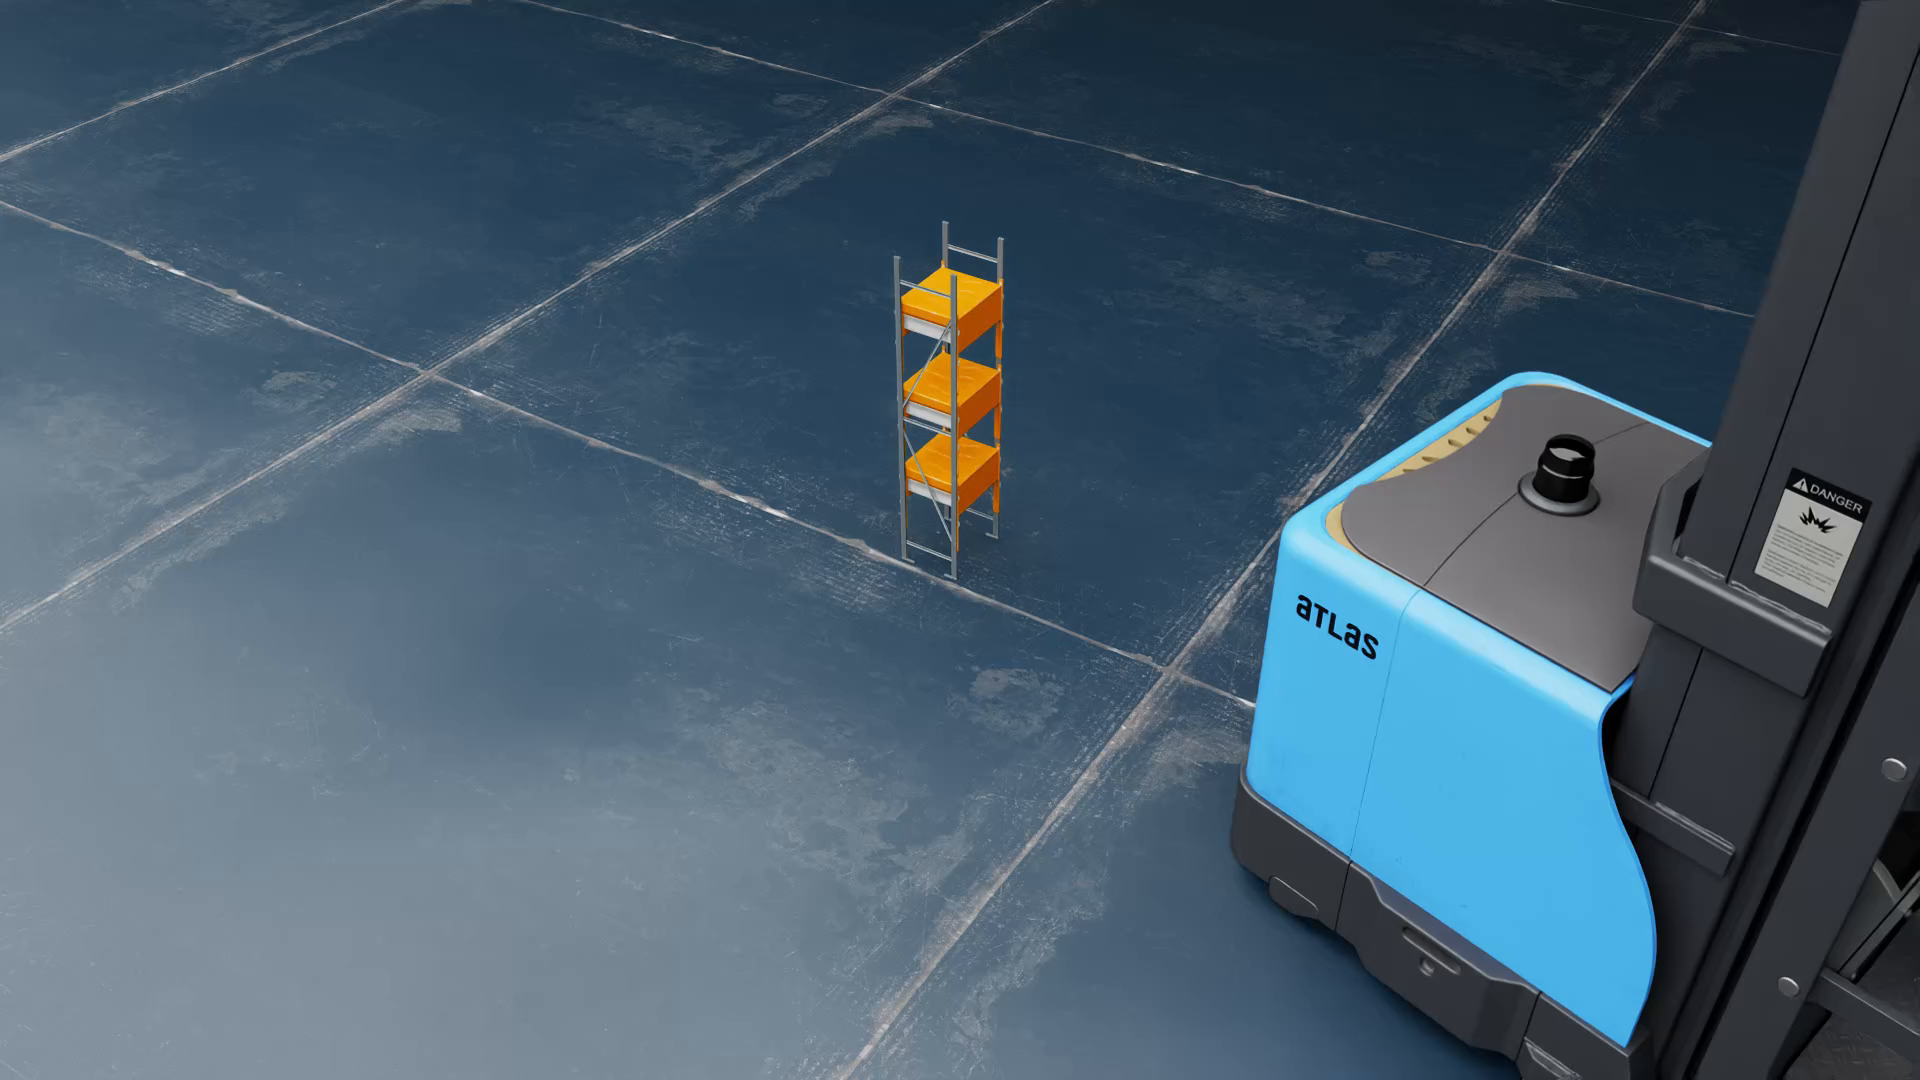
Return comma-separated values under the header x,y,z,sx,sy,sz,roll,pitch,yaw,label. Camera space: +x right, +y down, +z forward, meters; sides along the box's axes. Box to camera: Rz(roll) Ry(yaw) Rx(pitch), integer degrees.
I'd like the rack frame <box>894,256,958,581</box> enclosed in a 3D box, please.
x,y,z,sx,sy,sz,roll,pitch,yaw,label
-0.094,-0.325,4.812,0.200,1.050,0.008,21,42,25,rack frame

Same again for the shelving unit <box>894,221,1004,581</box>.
x,y,z,sx,sy,sz,roll,pitch,yaw,label
-0.029,-0.388,4.894,0.215,1.050,0.252,21,42,25,shelving unit

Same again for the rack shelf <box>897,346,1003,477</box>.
x,y,z,sx,sy,sz,roll,pitch,yaw,label
-0.029,-0.380,4.900,0.215,0.259,0.240,21,42,25,rack shelf

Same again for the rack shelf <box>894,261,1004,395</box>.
x,y,z,sx,sy,sz,roll,pitch,yaw,label
-0.029,-0.605,4.727,0.215,0.259,0.240,21,42,25,rack shelf

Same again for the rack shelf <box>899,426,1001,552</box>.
x,y,z,sx,sy,sz,roll,pitch,yaw,label
-0.029,-0.160,5.070,0.215,0.259,0.240,21,42,25,rack shelf

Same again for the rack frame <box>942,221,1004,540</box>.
x,y,z,sx,sy,sz,roll,pitch,yaw,label
0.037,-0.451,4.975,0.200,1.050,0.008,21,42,25,rack frame

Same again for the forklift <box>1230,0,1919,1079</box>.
x,y,z,sx,sy,sz,roll,pitch,yaw,label
2.040,0.116,2.698,1.130,2.935,3.031,-29,46,-32,forklift
